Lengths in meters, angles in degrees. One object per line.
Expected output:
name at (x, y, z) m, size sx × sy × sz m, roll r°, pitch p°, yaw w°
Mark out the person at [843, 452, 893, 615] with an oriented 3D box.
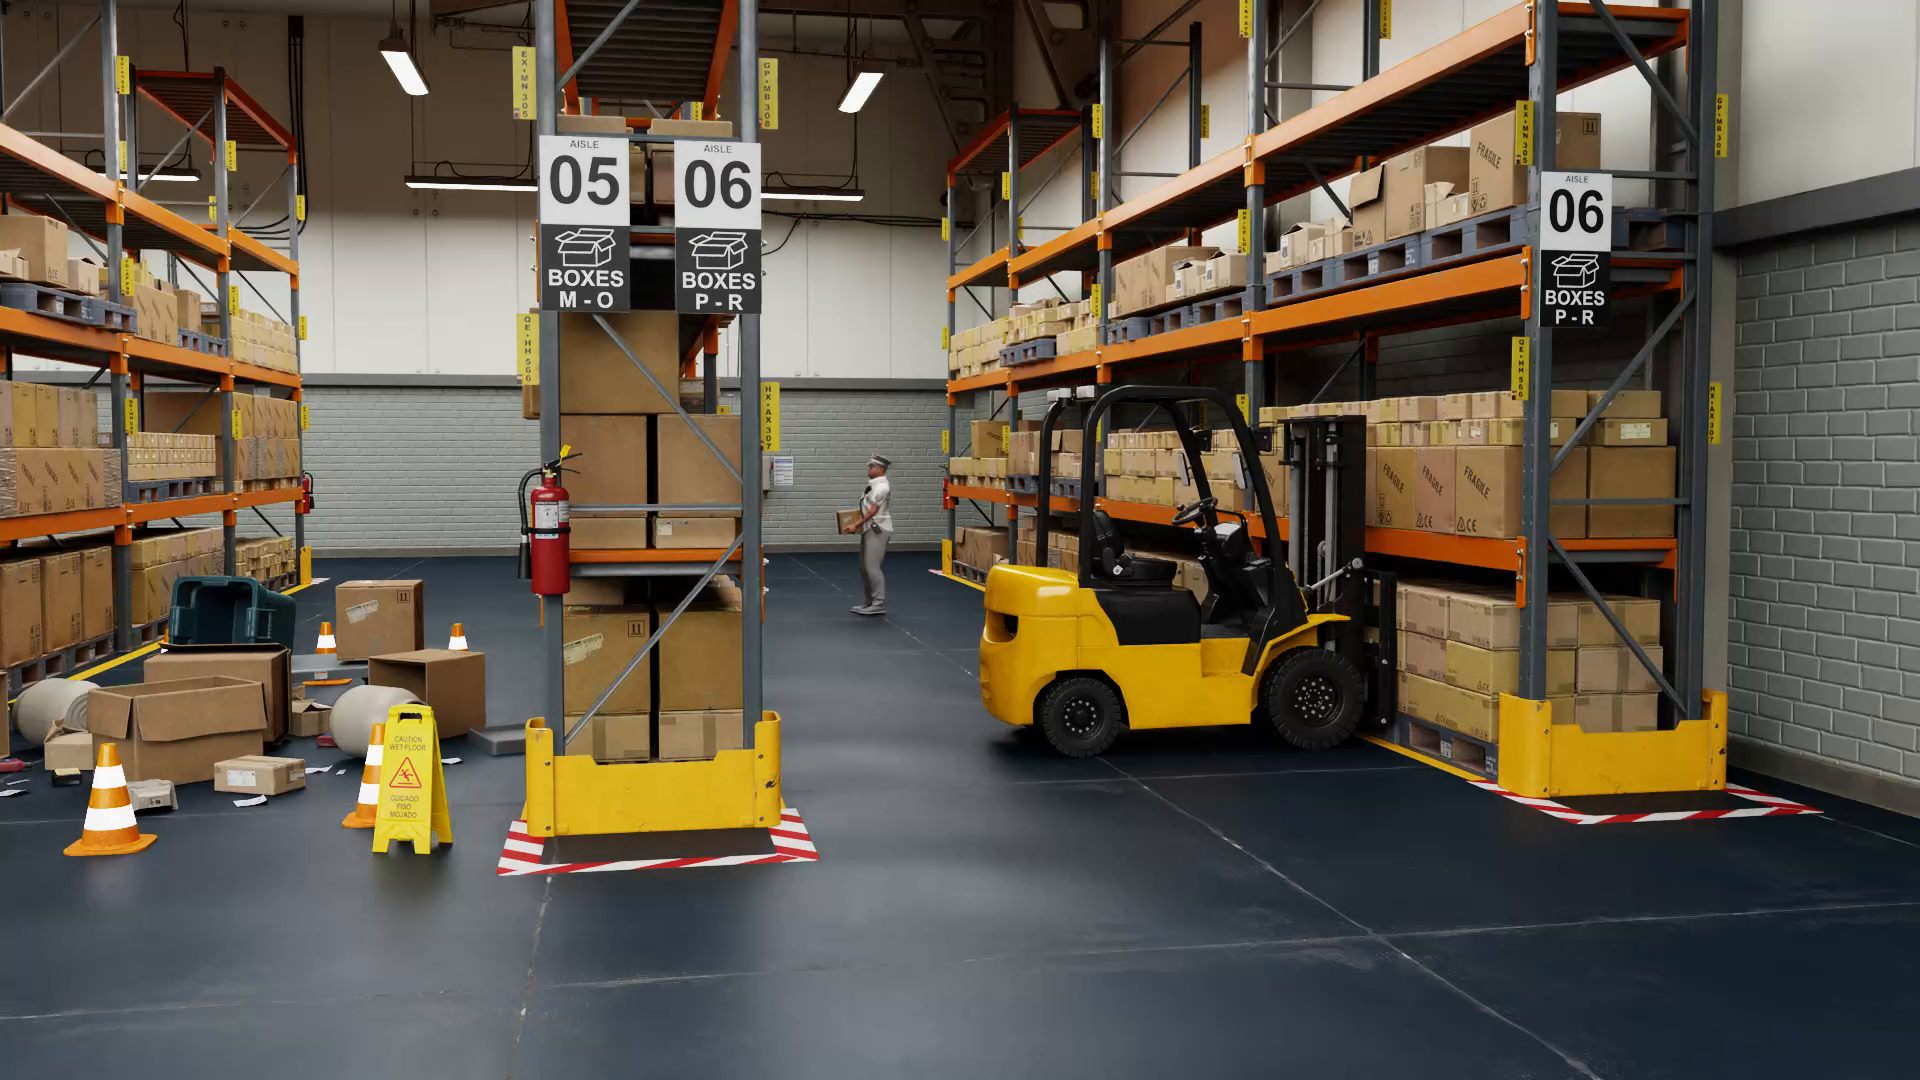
person at (-1.020, -0.077, 18.269) m, size 0.562 × 1.772 × 0.504 m, roll -1°, pitch 3°, yaw -12°
